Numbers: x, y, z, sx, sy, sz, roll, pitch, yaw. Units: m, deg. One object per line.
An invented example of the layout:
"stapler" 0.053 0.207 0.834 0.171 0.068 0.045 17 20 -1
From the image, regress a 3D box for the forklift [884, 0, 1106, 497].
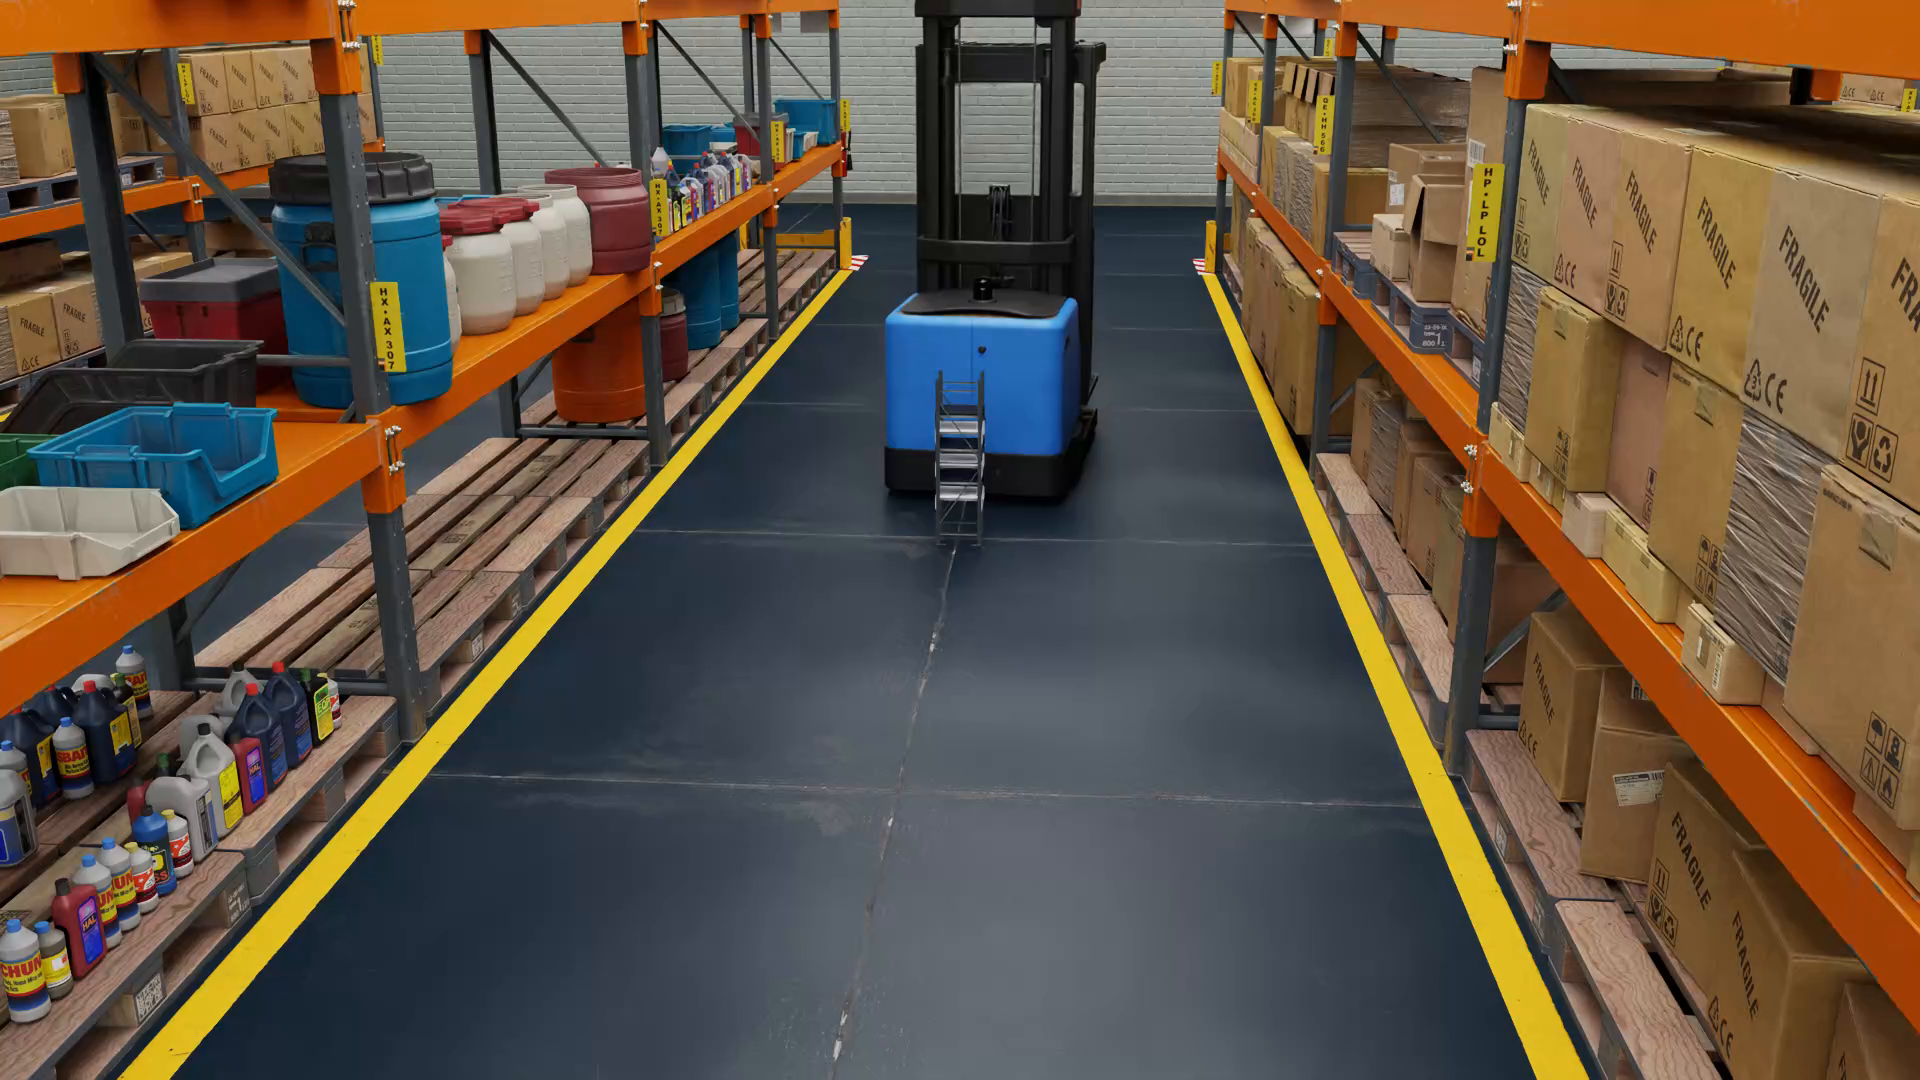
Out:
"forklift" 0.317 -2.057 10.493 1.130 2.935 3.031 3 18 9

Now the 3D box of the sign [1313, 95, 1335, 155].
"sign" 2.059 -2.346 9.407 0.100 0.325 0.005 1 18 4

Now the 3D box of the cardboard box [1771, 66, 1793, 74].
"cardboard box" 7.740 -4.340 15.106 0.500 0.500 0.500 1 18 3

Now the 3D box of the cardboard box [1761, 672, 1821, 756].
"cardboard box" 1.927 0.338 3.479 0.380 0.149 0.250 1 18 4

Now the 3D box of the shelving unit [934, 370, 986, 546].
"shelving unit" 0.001 -0.430 8.791 0.258 0.900 0.210 1 18 4

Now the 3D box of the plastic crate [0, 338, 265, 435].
"plastic crate" -2.778 -0.464 5.621 0.767 0.338 0.504 1 18 4

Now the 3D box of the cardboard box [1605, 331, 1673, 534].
"cardboard box" 2.226 -0.281 4.325 0.875 0.500 0.500 1 18 4

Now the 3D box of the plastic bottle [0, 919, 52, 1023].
"plastic bottle" -2.460 1.121 4.361 0.097 0.271 0.097 0 18 0

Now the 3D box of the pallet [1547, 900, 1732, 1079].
"pallet" 2.229 1.372 4.397 1.003 0.211 1.213 1 18 4

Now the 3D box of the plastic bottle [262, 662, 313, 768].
"plastic bottle" -2.373 0.603 5.813 0.144 0.351 0.185 1 18 2

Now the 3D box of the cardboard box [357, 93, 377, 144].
"cardboard box" -6.455 -4.394 17.355 0.500 0.500 0.500 2 18 6

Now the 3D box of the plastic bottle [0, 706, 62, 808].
"plastic bottle" -3.099 0.697 5.527 0.144 0.351 0.185 1 18 2

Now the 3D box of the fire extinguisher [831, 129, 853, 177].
"fire extinguisher" -1.289 -4.203 17.655 0.296 0.674 0.183 1 18 4

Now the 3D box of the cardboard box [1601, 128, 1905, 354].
"cardboard box" 1.970 -0.762 4.187 0.500 0.500 0.500 1 18 4

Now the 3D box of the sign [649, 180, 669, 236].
"sign" -1.778 -1.963 9.834 0.100 0.325 0.005 1 18 4

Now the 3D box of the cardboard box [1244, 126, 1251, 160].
"cardboard box" 2.704 -3.401 14.248 0.500 0.250 0.500 2 18 6

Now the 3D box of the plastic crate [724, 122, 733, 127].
"plastic crate" -2.147 -4.055 16.654 0.416 0.233 0.300 1 18 4

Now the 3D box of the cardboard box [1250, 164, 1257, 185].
"cardboard box" 2.595 -3.010 13.694 0.380 0.149 0.250 1 18 4

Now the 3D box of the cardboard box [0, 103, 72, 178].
"cardboard box" -7.046 -2.946 12.263 0.700 0.500 0.500 -3 18 -10

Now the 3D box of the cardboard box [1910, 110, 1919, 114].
"cardboard box" 7.353 -3.136 12.449 0.380 0.149 0.250 2 18 7

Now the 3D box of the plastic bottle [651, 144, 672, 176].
"plastic bottle" -2.392 -3.000 13.339 0.144 0.351 0.185 1 18 4

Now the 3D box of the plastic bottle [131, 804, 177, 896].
"plastic bottle" -2.414 0.920 4.973 0.097 0.271 0.097 0 18 0

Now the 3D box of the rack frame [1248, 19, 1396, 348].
"rack frame" 2.900 -3.027 13.344 1.000 3.000 0.127 1 18 4

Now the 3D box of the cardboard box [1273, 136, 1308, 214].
"cardboard box" 2.546 -2.626 11.959 0.500 0.500 0.500 1 18 3

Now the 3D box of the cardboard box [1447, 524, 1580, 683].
"cardboard box" 2.392 0.246 6.663 0.700 0.500 0.500 0 18 0

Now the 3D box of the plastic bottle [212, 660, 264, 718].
"plastic bottle" -2.516 0.600 5.822 0.144 0.351 0.185 1 18 4

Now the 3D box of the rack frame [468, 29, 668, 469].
"rack frame" -2.327 -1.895 9.890 1.000 3.000 0.127 1 18 4

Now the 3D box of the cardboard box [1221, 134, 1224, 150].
"cardboard box" 2.815 -3.967 16.617 0.380 0.149 0.250 1 18 3

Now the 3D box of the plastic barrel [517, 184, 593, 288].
"plastic barrel" -2.188 -1.624 8.883 0.421 0.512 0.421 0 18 0

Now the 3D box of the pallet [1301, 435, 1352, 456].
"pallet" 2.745 -0.703 10.729 1.003 0.211 1.213 1 18 4

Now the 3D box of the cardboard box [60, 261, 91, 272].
"cardboard box" -7.286 -1.960 13.395 0.500 0.500 0.500 2 18 5

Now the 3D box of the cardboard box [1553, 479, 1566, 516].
"cardboard box" 1.981 -0.130 4.905 0.380 0.149 0.250 1 18 4

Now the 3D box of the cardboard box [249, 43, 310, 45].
"cardboard box" -6.989 -4.882 17.240 0.500 0.500 0.500 2 18 6

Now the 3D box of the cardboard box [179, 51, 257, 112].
"cardboard box" -6.630 -4.072 14.768 0.500 0.500 0.500 1 18 2

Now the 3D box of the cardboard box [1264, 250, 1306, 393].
"cardboard box" 2.755 -1.465 11.315 1.225 0.875 0.875 1 18 4

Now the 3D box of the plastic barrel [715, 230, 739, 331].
"plastic barrel" -2.096 -2.171 13.428 0.600 0.901 0.708 1 18 4

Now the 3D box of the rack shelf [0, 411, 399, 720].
"rack shelf" -2.757 0.310 4.315 1.077 0.370 4.000 1 18 4

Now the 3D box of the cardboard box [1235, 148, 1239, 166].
"cardboard box" 2.706 -3.488 15.154 0.380 0.149 0.250 2 18 5

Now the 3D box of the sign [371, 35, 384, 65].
"sign" -6.142 -5.174 17.528 0.100 0.325 0.005 1 18 4

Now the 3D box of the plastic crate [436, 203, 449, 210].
"plastic crate" -2.748 -1.431 8.369 0.402 0.464 0.583 1 18 4

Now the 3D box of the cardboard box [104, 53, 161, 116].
"cardboard box" -7.203 -3.935 14.348 0.500 0.500 0.500 1 18 4

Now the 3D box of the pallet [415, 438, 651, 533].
"pallet" -2.421 -0.331 9.593 1.003 0.211 1.213 1 18 4

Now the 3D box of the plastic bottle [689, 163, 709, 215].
"plastic bottle" -1.859 -2.479 11.752 0.144 0.351 0.185 1 18 4

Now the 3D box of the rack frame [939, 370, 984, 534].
"rack frame" 0.008 -0.462 8.887 0.240 0.900 0.006 1 18 4

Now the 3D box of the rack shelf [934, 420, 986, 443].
"rack shelf" 0.001 -0.570 8.745 0.258 0.077 0.200 1 18 4

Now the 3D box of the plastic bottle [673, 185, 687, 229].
"plastic bottle" -1.869 -2.223 11.078 0.061 0.283 0.133 1 18 4

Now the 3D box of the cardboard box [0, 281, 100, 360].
"cardboard box" -6.845 -1.644 12.430 0.500 0.500 0.500 1 18 2

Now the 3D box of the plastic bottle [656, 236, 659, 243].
"plastic bottle" -1.938 -1.997 10.406 0.097 0.271 0.097 0 18 0

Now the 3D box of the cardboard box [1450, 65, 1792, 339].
"cardboard box" 2.523 -1.271 6.346 1.000 1.000 1.000 1 18 4

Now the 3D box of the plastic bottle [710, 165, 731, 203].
"plastic bottle" -1.809 -2.679 12.481 0.152 0.276 0.135 1 18 4

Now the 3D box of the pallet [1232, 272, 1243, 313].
"pallet" 3.117 -2.316 15.653 1.003 0.211 1.213 1 18 4

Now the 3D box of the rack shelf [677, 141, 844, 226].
"rack shelf" -1.897 -3.417 15.689 1.077 0.370 4.000 1 18 4

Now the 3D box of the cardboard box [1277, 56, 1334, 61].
"cardboard box" 3.414 -4.539 16.516 0.500 0.500 0.500 2 18 5

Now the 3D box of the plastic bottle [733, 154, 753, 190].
"plastic bottle" -1.746 -2.949 13.305 0.152 0.276 0.135 1 18 4

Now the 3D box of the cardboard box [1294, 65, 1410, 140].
"cardboard box" 2.802 -3.140 11.917 0.797 0.503 0.637 1 18 5

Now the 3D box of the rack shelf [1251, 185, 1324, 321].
"rack shelf" 2.757 -2.064 11.560 1.077 0.370 4.000 1 18 4

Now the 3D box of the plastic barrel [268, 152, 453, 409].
"plastic barrel" -2.284 -1.004 6.366 0.600 0.901 0.708 1 18 4

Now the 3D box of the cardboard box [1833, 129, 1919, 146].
"cardboard box" 2.497 -0.750 4.151 0.500 0.500 0.500 1 18 4
